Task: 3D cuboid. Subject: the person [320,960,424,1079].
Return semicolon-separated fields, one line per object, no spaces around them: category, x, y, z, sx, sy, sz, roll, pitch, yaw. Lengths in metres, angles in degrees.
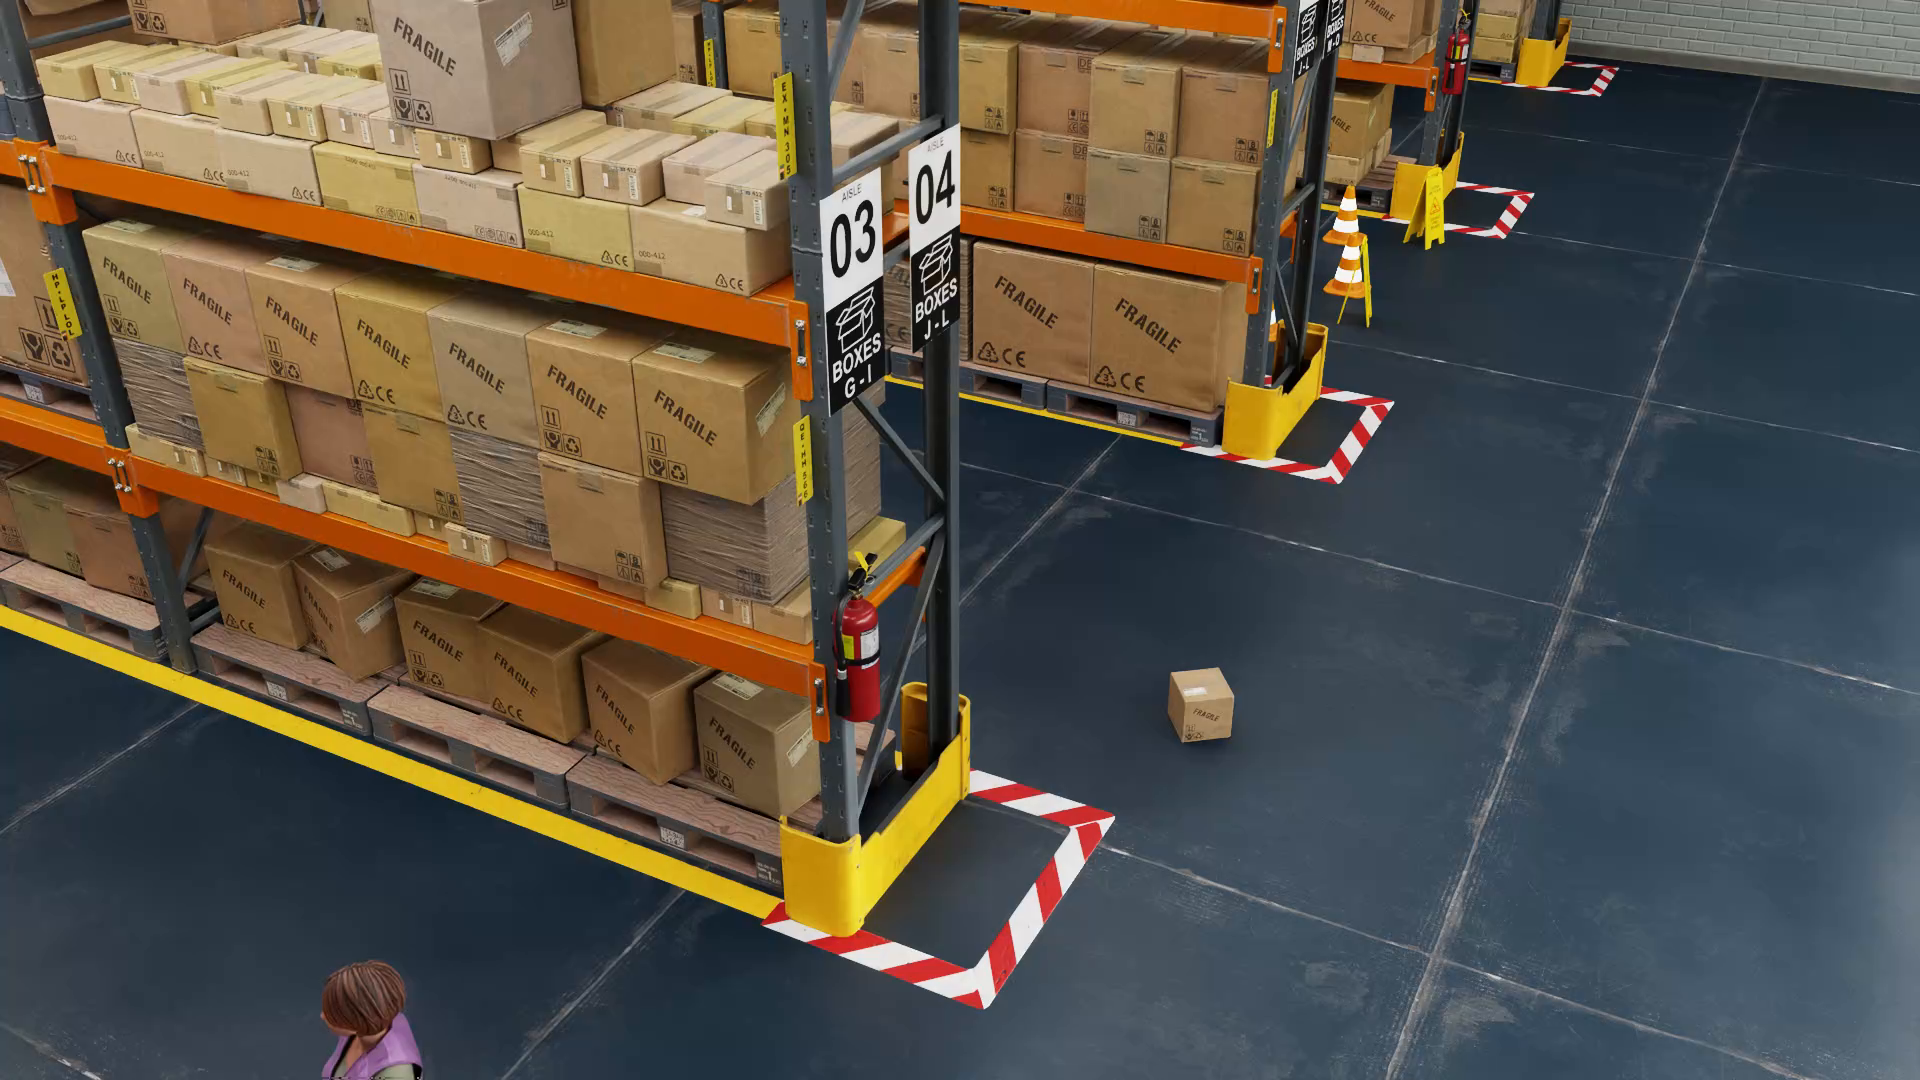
person;-1.699;1.907;5.021;0.455;1.622;0.491;-14;33;-22
